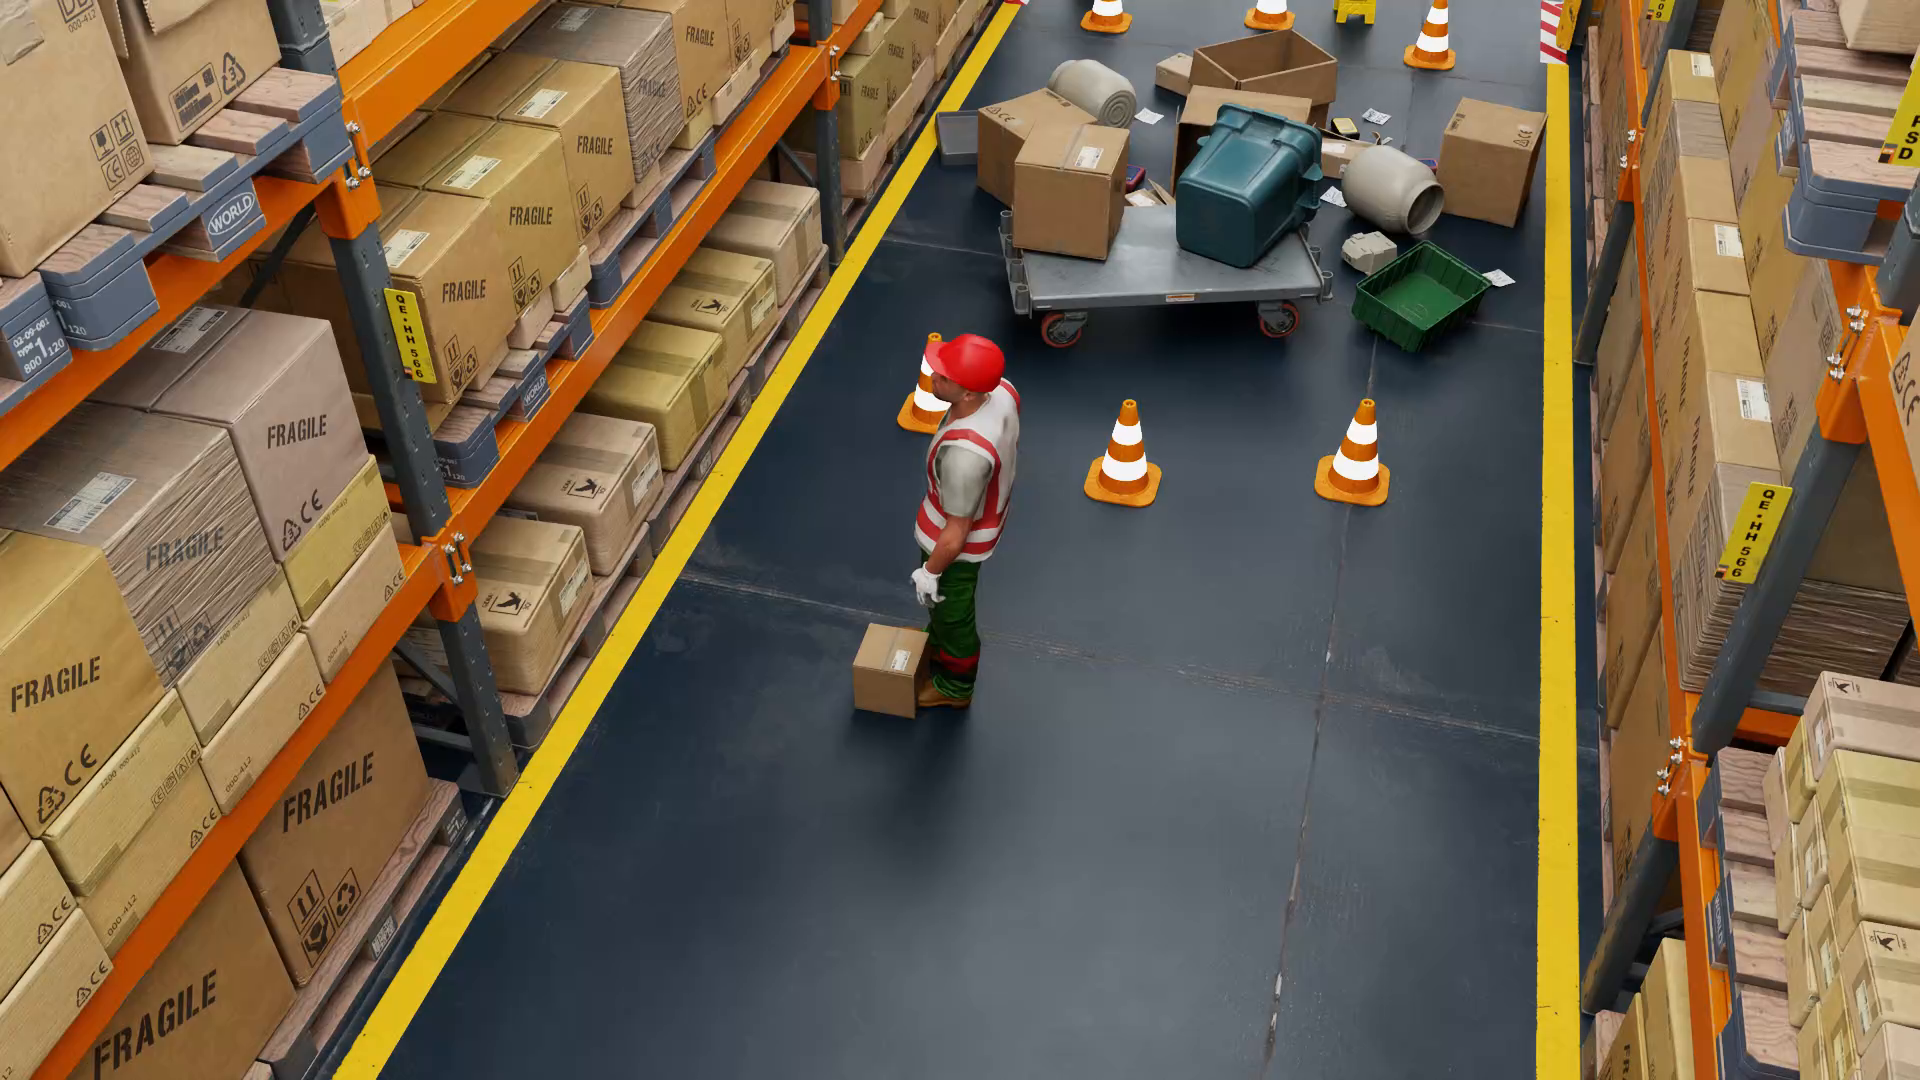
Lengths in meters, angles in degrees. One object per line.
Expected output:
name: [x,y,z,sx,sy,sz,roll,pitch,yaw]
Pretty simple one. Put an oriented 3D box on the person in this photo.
person: [-0.079,-0.052,6.186,0.564,1.787,0.638,10,42,11]
